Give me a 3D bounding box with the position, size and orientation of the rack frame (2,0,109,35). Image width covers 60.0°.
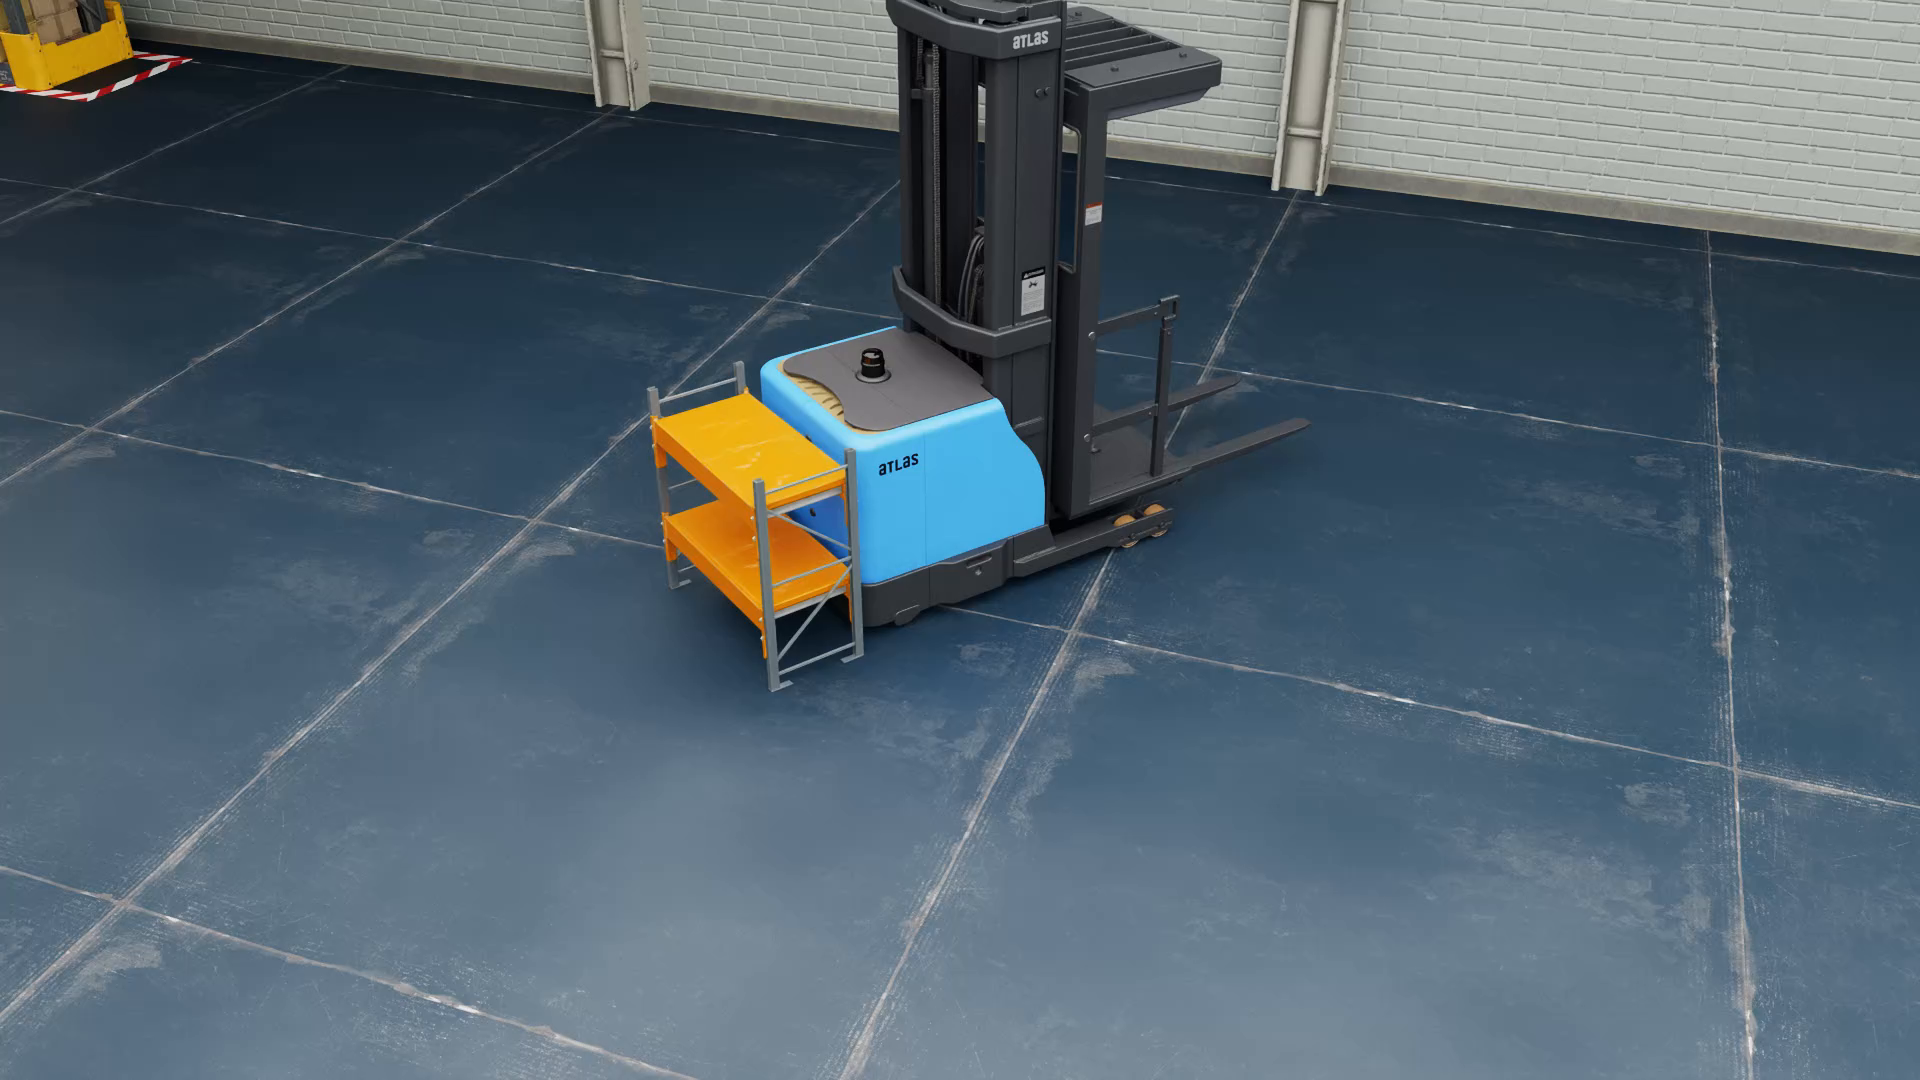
[{"bbox_3d":[-8.278,-5.647,14.731,0.127,3.000,1.000,11,34,16],"label":"rack frame"}]

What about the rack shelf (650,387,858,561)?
[{"bbox_3d":[-0.961,-0.326,7.678,0.538,0.278,1.000,-21,38,-29],"label":"rack shelf"}]

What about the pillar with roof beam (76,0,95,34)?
[{"bbox_3d":[-10.081,-6.557,10.610,0.400,9.000,9.100,11,34,16],"label":"pillar with roof beam"}]

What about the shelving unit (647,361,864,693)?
[{"bbox_3d":[-0.961,-0.080,7.836,0.538,1.125,1.048,-21,38,-29],"label":"shelving unit"}]

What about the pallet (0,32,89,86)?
[{"bbox_3d":[-9.012,-4.594,15.671,1.213,0.211,1.003,11,34,16],"label":"pallet"}]

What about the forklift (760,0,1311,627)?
[{"bbox_3d":[0.525,-1.414,8.238,3.031,2.935,1.130,-19,38,-27],"label":"forklift"}]

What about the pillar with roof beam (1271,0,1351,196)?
[{"bbox_3d":[1.215,-4.361,7.208,0.400,9.000,9.100,11,34,16],"label":"pillar with roof beam"}]

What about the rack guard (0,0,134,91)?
[{"bbox_3d":[-8.255,-4.593,15.402,0.348,0.500,1.175,11,34,16],"label":"rack guard"}]

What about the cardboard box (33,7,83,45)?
[{"bbox_3d":[-8.674,-4.858,15.657,0.500,0.250,0.500,11,34,17],"label":"cardboard box"}]

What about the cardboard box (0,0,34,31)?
[{"bbox_3d":[-8.841,-4.808,15.118,0.500,0.250,0.500,11,34,16],"label":"cardboard box"}]

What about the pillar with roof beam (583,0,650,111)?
[{"bbox_3d":[-4.433,-5.459,8.909,0.400,9.000,9.100,11,34,16],"label":"pillar with roof beam"}]

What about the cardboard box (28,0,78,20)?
[{"bbox_3d":[-8.650,-5.071,15.525,0.500,0.250,0.500,12,35,17],"label":"cardboard box"}]

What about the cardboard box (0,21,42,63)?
[{"bbox_3d":[-8.826,-4.593,15.246,0.500,0.250,0.500,11,35,17],"label":"cardboard box"}]

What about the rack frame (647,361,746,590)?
[{"bbox_3d":[-1.251,-0.306,8.187,0.500,1.125,0.032,-21,38,-29],"label":"rack frame"}]

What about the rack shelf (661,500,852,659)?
[{"bbox_3d":[-0.961,0.126,7.969,0.538,0.278,1.000,-21,38,-29],"label":"rack shelf"}]

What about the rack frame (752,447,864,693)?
[{"bbox_3d":[-0.670,0.147,7.486,0.500,1.125,0.032,-21,38,-29],"label":"rack frame"}]
